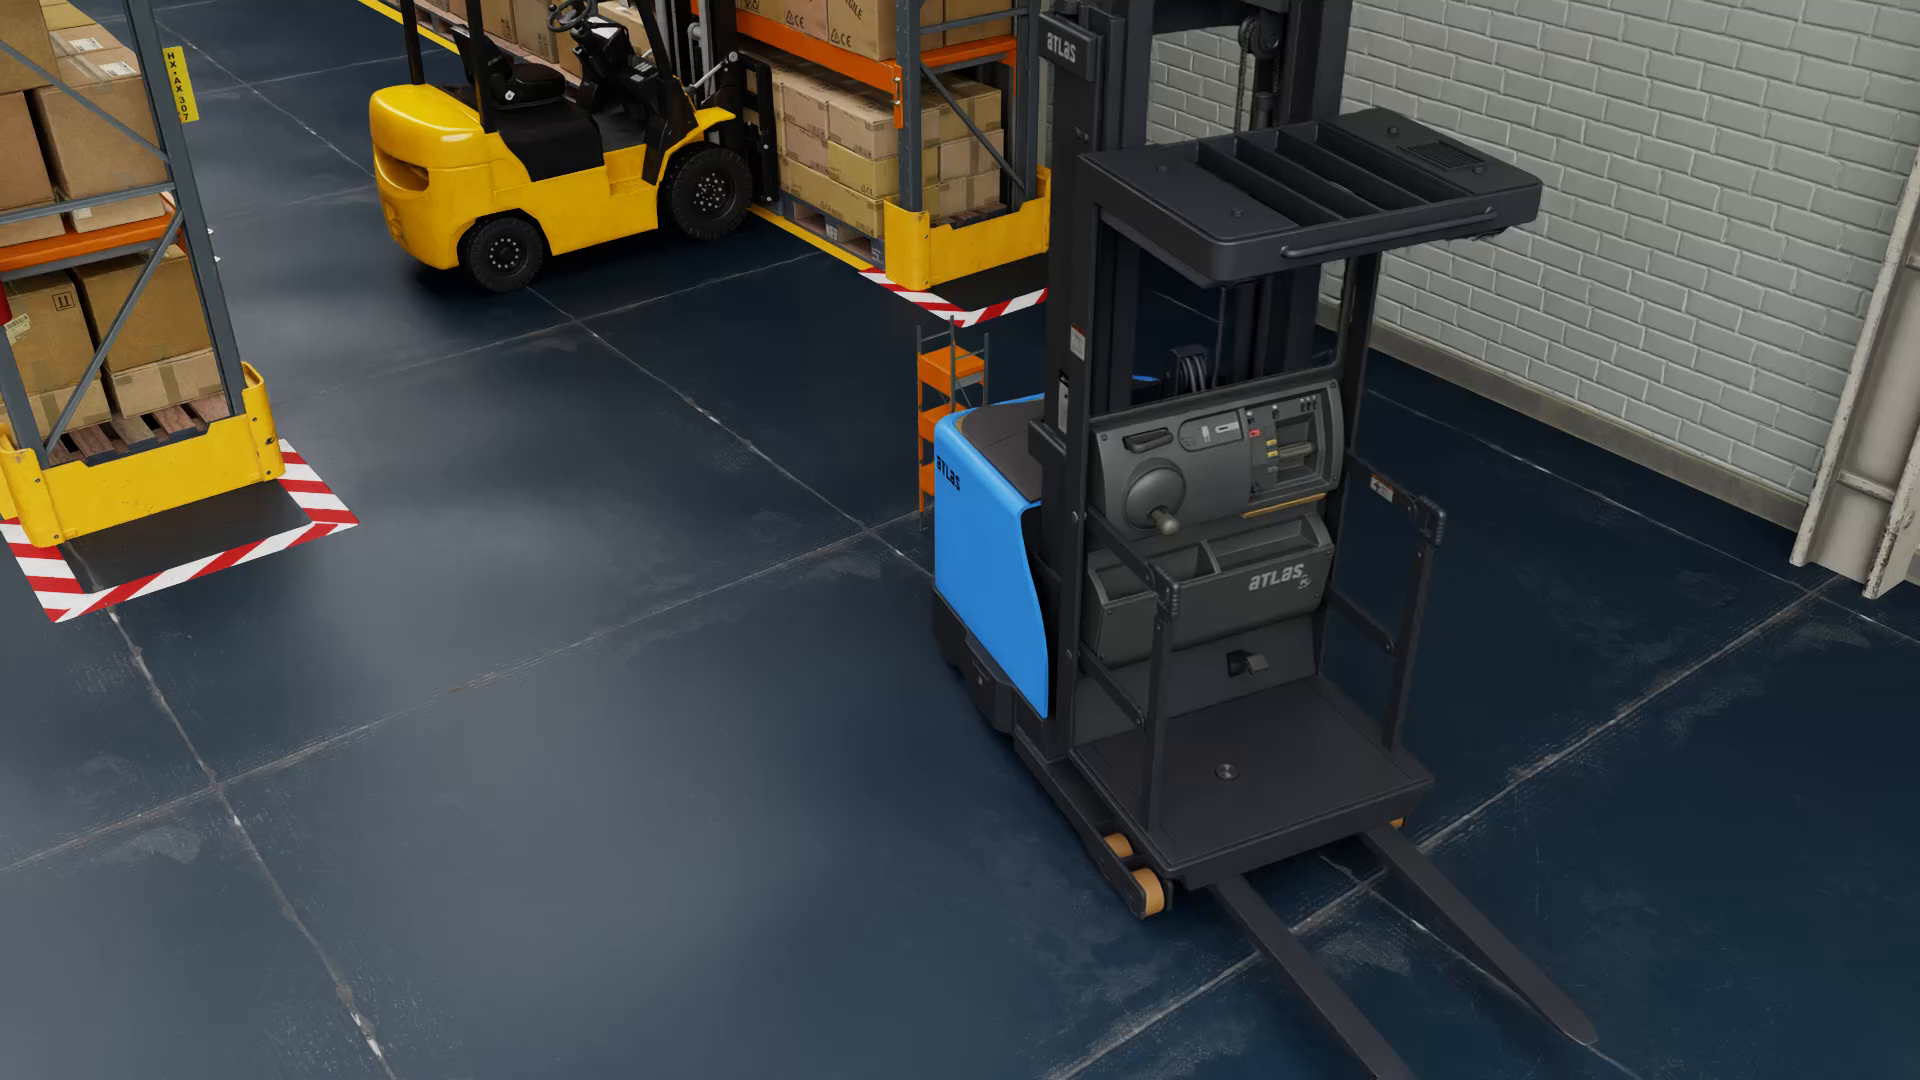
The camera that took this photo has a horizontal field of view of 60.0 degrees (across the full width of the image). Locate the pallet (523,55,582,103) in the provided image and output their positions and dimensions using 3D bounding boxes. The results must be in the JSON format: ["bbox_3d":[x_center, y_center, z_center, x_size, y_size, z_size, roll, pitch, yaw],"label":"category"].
[{"bbox_3d":[-2.876,-3.838,13.730,1.003,0.211,1.213,-22,38,-31],"label":"pallet"}]

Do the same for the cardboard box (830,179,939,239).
[{"bbox_3d":[-0.478,-2.165,10.601,0.500,0.250,0.500,-22,38,-31],"label":"cardboard box"}]

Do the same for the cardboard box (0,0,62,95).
[{"bbox_3d":[-4.345,-2.189,7.108,0.700,0.500,0.500,-23,39,-33],"label":"cardboard box"}]

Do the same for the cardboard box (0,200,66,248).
[{"bbox_3d":[-4.258,-1.434,7.453,0.380,0.149,0.250,-21,37,-30],"label":"cardboard box"}]

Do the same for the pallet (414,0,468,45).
[{"bbox_3d":[-4.373,-4.855,15.367,1.003,0.211,1.213,-22,38,-31],"label":"pallet"}]

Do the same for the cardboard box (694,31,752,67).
[{"bbox_3d":[-1.725,-3.440,11.706,0.500,0.250,0.500,-21,37,-30],"label":"cardboard box"}]

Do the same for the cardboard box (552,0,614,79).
[{"bbox_3d":[-2.722,-4.112,13.380,0.875,0.625,0.625,-20,37,-29],"label":"cardboard box"}]

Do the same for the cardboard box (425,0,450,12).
[{"bbox_3d":[-4.475,-5.300,15.294,0.875,0.625,0.625,-21,38,-30],"label":"cardboard box"}]

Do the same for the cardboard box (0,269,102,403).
[{"bbox_3d":[-4.557,-1.032,8.066,0.500,0.500,0.500,-22,38,-31],"label":"cardboard box"}]

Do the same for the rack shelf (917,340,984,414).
[{"bbox_3d":[-0.033,-0.700,7.365,0.215,0.259,0.240,-22,38,-31],"label":"rack shelf"}]

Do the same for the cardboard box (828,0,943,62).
[{"bbox_3d":[-0.450,-3.224,10.003,0.500,0.500,0.500,-23,39,-32],"label":"cardboard box"}]

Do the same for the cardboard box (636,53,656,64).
[{"bbox_3d":[-2.030,-3.440,12.180,0.500,0.250,0.500,-22,38,-32],"label":"cardboard box"}]

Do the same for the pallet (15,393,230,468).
[{"bbox_3d":[-4.376,-0.651,8.598,1.003,0.211,1.213,-22,38,-31],"label":"pallet"}]

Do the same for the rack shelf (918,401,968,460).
[{"bbox_3d":[-0.033,-0.459,7.514,0.215,0.259,0.240,-22,38,-31],"label":"rack shelf"}]

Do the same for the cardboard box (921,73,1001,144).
[{"bbox_3d":[-0.086,-2.758,10.608,0.500,0.250,0.500,-23,39,-32],"label":"cardboard box"}]

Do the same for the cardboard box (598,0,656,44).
[{"bbox_3d":[-2.345,-3.860,12.383,0.500,0.250,0.500,-23,39,-32],"label":"cardboard box"}]

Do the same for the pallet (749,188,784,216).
[{"bbox_3d":[-1.187,-2.690,11.881,1.003,0.211,1.213,-22,38,-31],"label":"pallet"}]

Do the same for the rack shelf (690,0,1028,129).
[{"bbox_3d":[-1.167,-3.589,11.368,1.077,0.370,4.000,-22,38,-31],"label":"rack shelf"}]

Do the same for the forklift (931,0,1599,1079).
[{"bbox_3d":[0.960,-0.222,5.329,1.130,2.935,3.031,-14,34,-21],"label":"forklift"}]

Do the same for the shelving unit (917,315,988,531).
[{"bbox_3d":[-0.033,-0.468,7.509,0.215,1.050,0.252,-22,38,-31],"label":"shelving unit"}]

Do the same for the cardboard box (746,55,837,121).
[{"bbox_3d":[-1.105,-3.005,11.006,0.500,0.250,0.500,-22,38,-31],"label":"cardboard box"}]

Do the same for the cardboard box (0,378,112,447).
[{"bbox_3d":[-4.582,-0.724,8.280,0.500,0.250,0.500,-22,38,-32],"label":"cardboard box"}]

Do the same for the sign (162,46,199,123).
[{"bbox_3d":[-3.431,-1.997,7.302,0.100,0.325,0.005,-22,38,-31],"label":"sign"}]

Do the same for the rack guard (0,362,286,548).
[{"bbox_3d":[-3.906,-0.423,7.958,1.175,0.500,0.348,-22,38,-31],"label":"rack guard"}]

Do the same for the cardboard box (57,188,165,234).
[{"bbox_3d":[-3.904,-1.555,7.650,0.380,0.149,0.250,-22,38,-31],"label":"cardboard box"}]

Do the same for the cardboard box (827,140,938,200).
[{"bbox_3d":[-0.486,-2.386,10.482,0.500,0.250,0.500,-23,38,-32],"label":"cardboard box"}]

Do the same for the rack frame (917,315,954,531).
[{"bbox_3d":[-0.108,-0.519,7.591,0.200,1.050,0.008,-22,38,-31],"label":"rack frame"}]

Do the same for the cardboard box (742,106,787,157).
[{"bbox_3d":[-1.118,-2.806,11.160,0.500,0.250,0.500,-23,39,-32],"label":"cardboard box"}]

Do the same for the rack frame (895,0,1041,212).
[{"bbox_3d":[0.059,-3.061,9.836,1.000,3.000,0.127,-22,38,-31],"label":"rack frame"}]

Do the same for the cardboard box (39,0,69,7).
[{"bbox_3d":[-4.883,-2.546,8.629,0.500,0.500,0.500,-23,39,-32],"label":"cardboard box"}]

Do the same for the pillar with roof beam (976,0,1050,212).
[{"bbox_3d":[-3.056,-4.799,6.947,9.100,9.000,0.400,-22,38,-31],"label":"pillar with roof beam"}]

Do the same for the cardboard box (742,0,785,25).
[{"bbox_3d":[-1.075,-3.656,10.699,0.500,0.500,0.500,-23,39,-32],"label":"cardboard box"}]

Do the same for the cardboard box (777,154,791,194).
[{"bbox_3d":[-1.076,-2.587,11.280,0.500,0.250,0.500,-22,38,-31],"label":"cardboard box"}]

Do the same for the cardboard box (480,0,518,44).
[{"bbox_3d":[-3.655,-4.750,14.408,0.875,0.625,0.625,-24,39,-33],"label":"cardboard box"}]

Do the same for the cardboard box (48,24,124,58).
[{"bbox_3d":[-4.251,-2.124,7.951,0.500,0.500,0.500,-21,38,-30],"label":"cardboard box"}]

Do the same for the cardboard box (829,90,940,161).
[{"bbox_3d":[-0.470,-2.587,10.333,0.500,0.250,0.500,-21,37,-30],"label":"cardboard box"}]
